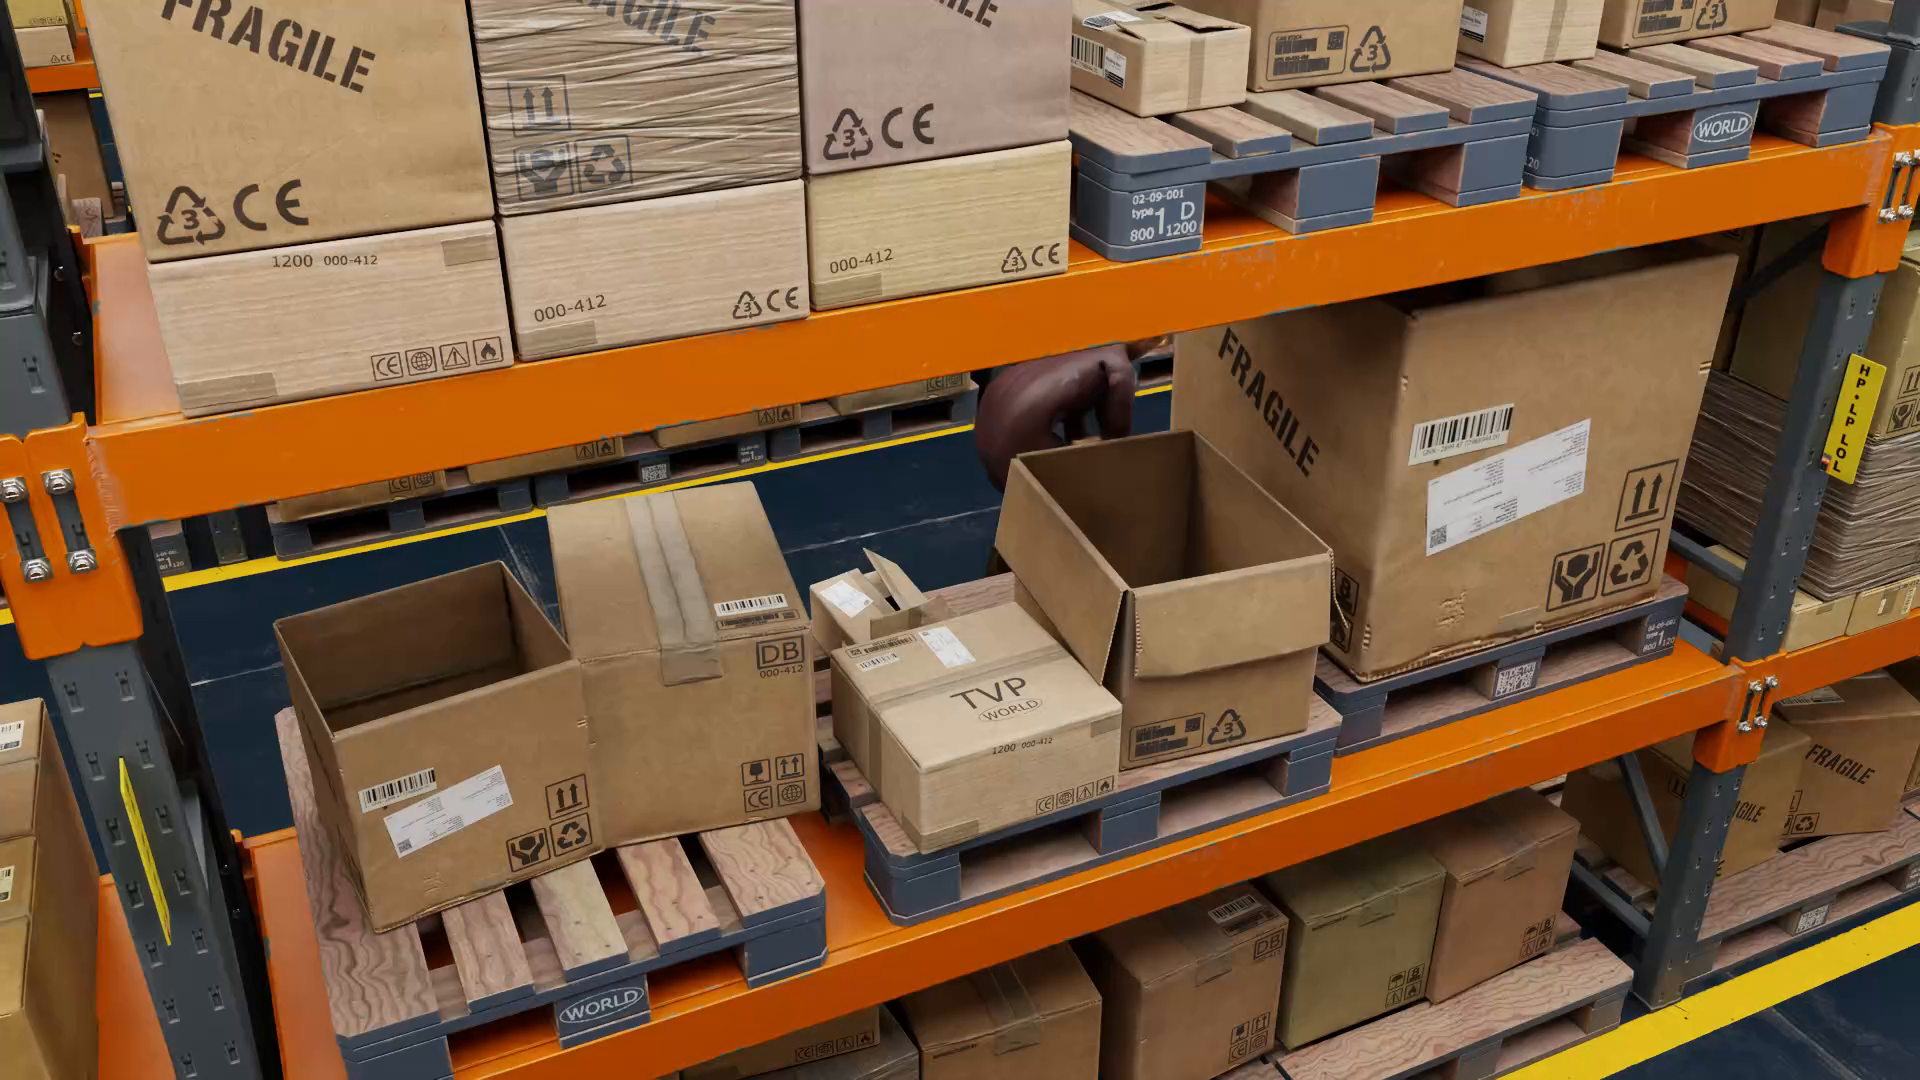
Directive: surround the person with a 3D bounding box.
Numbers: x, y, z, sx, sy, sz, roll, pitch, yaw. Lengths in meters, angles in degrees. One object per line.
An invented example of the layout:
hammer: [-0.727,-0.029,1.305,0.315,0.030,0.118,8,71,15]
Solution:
person: [0.489,-0.321,7.144,0.891,1.370,0.554,-14,32,-23]
